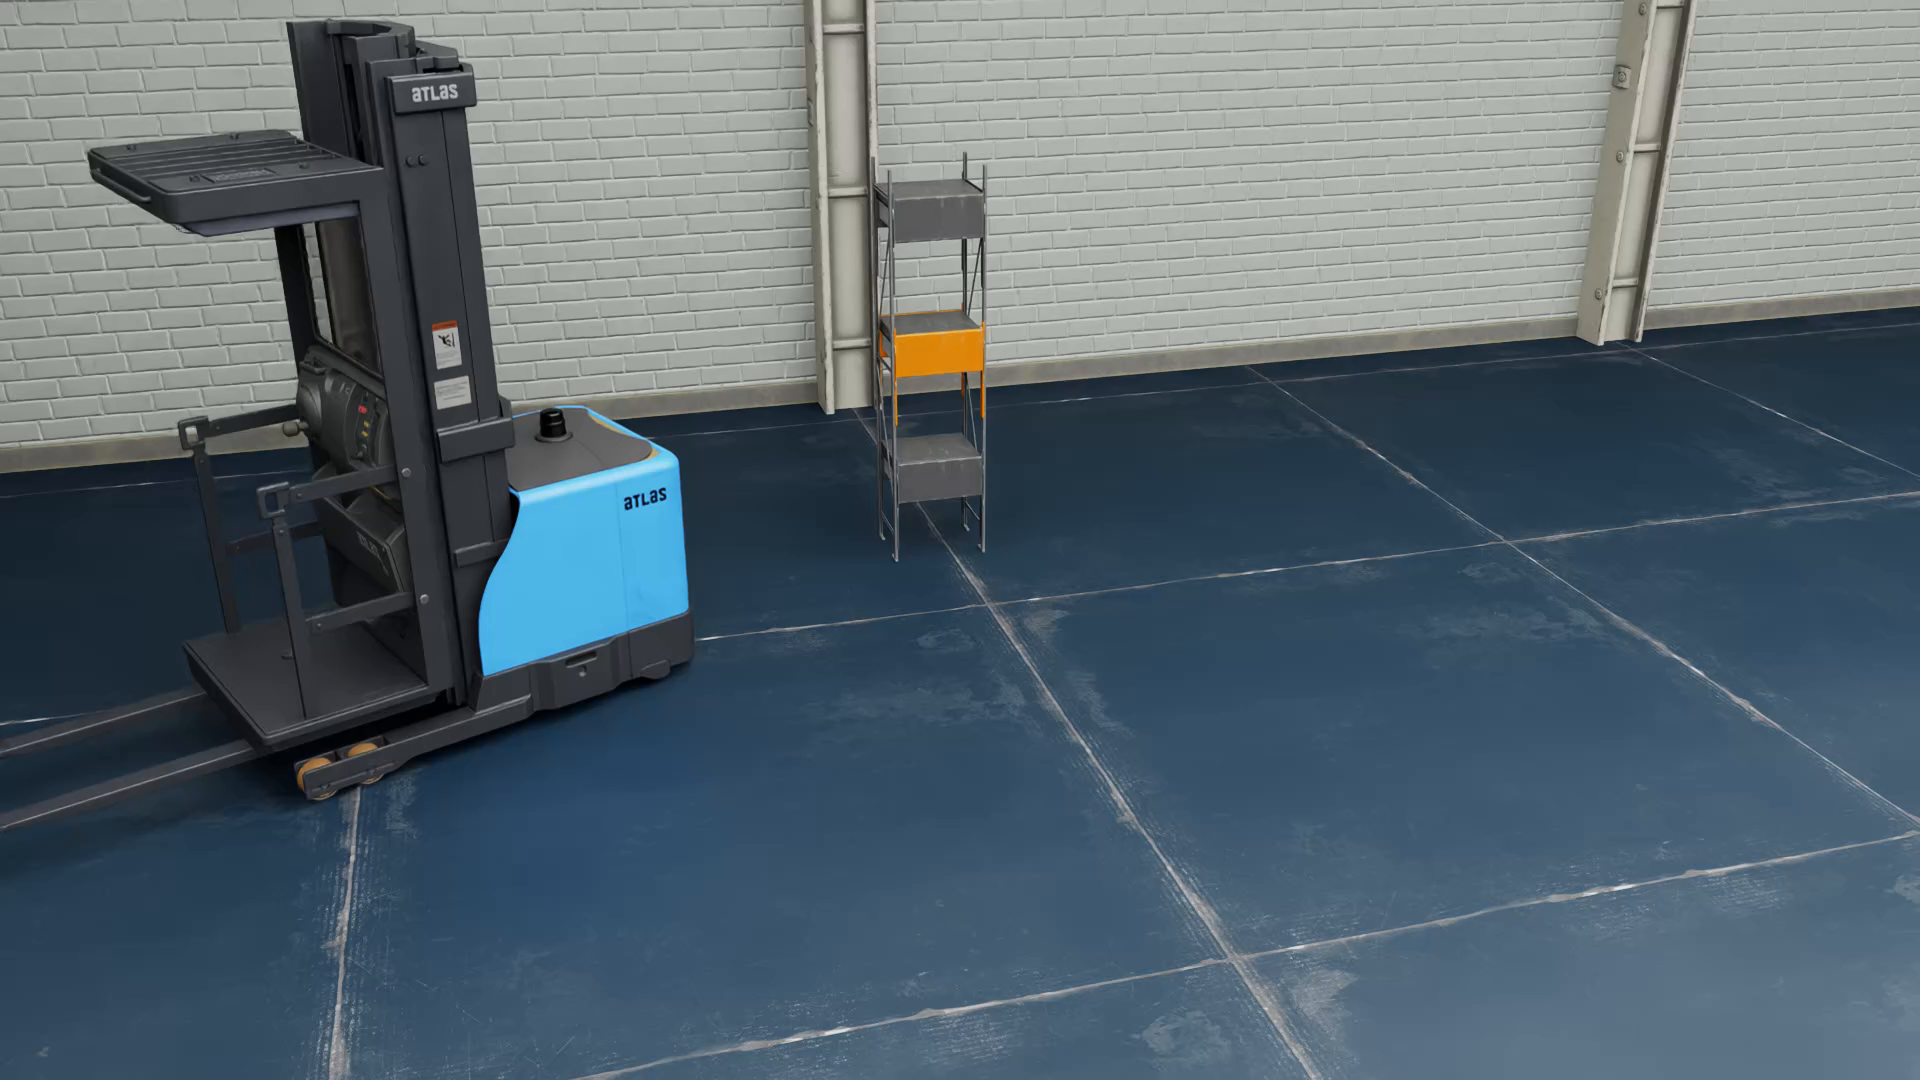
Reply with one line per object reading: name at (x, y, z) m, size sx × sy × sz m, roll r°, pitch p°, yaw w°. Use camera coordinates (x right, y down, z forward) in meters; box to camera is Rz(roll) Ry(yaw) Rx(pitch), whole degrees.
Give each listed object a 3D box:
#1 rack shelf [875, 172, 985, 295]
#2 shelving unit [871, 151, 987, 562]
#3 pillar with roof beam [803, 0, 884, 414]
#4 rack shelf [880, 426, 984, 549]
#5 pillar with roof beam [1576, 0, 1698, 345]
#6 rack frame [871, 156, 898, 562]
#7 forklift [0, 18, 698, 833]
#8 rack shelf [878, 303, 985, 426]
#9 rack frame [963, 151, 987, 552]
rack shelf at (-0.159, -1.578, 8.524) m, size 0.480 × 0.518 × 0.431 m, roll -6°, pitch 24°, yaw -14°
shelving unit at (-0.159, -0.947, 8.795) m, size 0.503 × 2.100 × 0.431 m, roll -6°, pitch 24°, yaw -14°
pillar with roof beam at (0.410, -3.429, 5.829) m, size 0.400 × 9.000 × 9.100 m, roll -6°, pitch 24°, yaw -14°
rack shelf at (-0.159, -0.291, 9.076) m, size 0.480 × 0.518 × 0.431 m, roll -6°, pitch 24°, yaw -14°
pillar with roof beam at (6.187, -4.068, 7.318) m, size 0.400 × 9.000 × 9.100 m, roll -6°, pitch 24°, yaw -14°
rack frame at (-0.394, -0.921, 8.734) m, size 0.015 × 2.100 × 0.400 m, roll -6°, pitch 24°, yaw -14°
forklift at (-2.694, -0.526, 6.758) m, size 3.031 × 2.935 × 1.130 m, roll -18°, pitch 29°, yaw -35°
rack shelf at (-0.159, -0.935, 8.800) m, size 0.480 × 0.518 × 0.431 m, roll -6°, pitch 24°, yaw -14°
rack frame at (0.076, -0.973, 8.855) m, size 0.015 × 2.100 × 0.400 m, roll -6°, pitch 24°, yaw -14°
